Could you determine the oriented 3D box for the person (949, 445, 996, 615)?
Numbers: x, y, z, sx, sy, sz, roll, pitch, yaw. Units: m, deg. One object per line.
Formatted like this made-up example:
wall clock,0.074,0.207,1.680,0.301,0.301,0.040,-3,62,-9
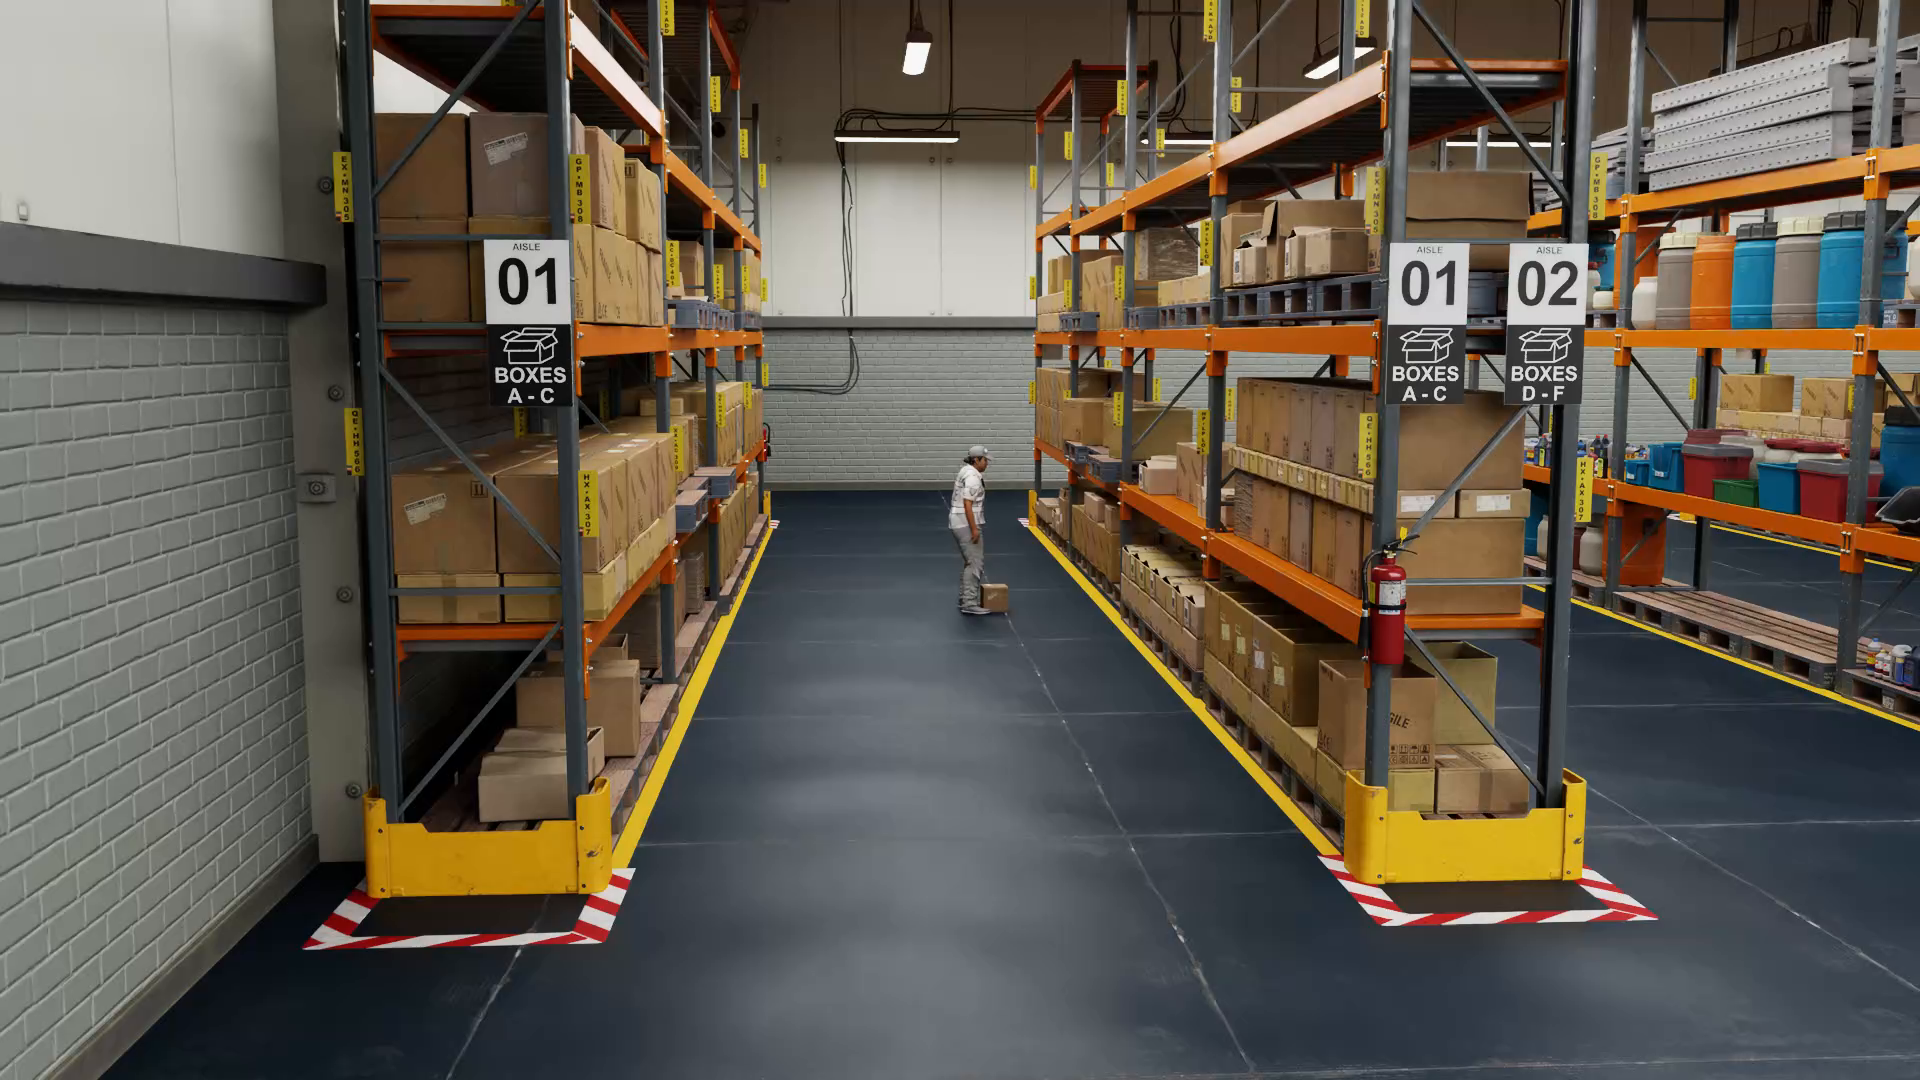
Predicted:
person,0.125,-0.113,16.650,0.469,1.665,0.537,-1,7,-4
